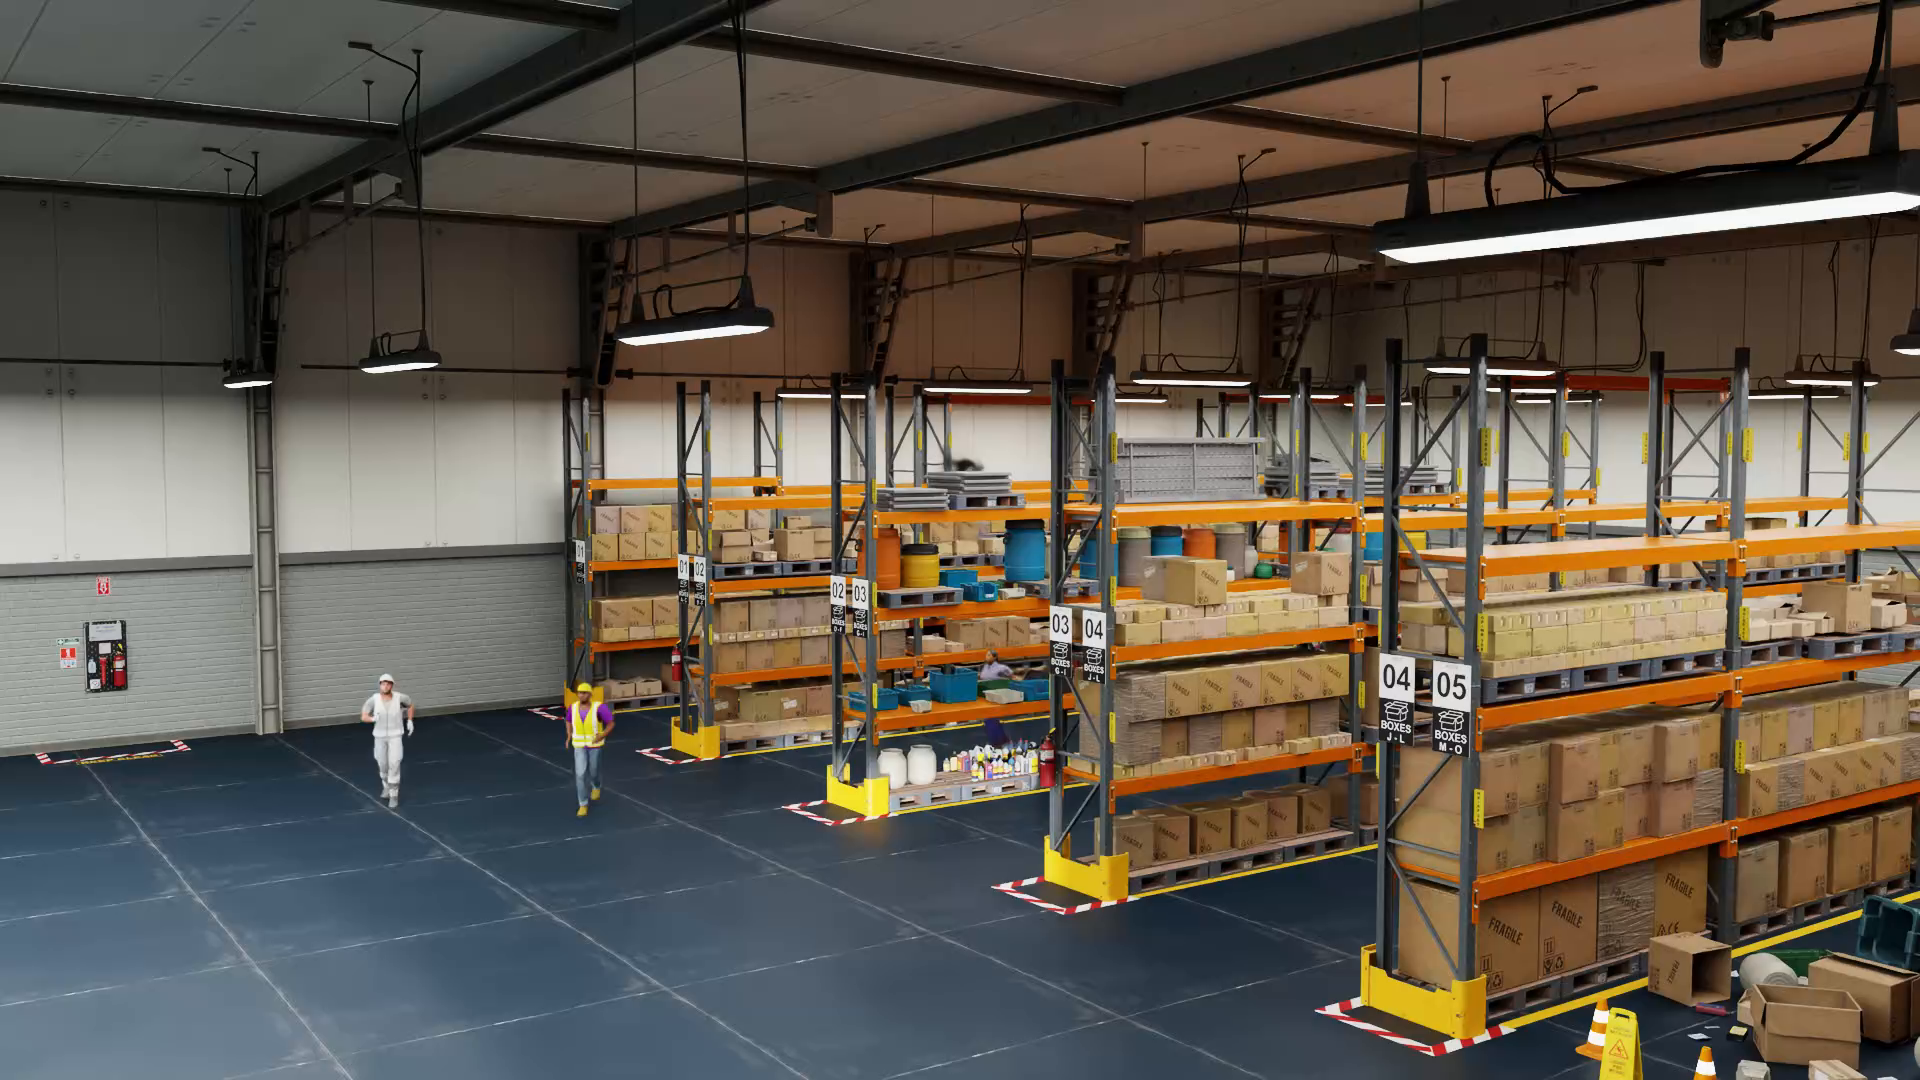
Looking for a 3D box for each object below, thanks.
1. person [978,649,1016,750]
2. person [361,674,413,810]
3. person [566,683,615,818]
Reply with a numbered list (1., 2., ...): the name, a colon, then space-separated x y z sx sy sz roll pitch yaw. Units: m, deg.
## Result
1. person: 0.546 2.626 27.054 0.717 1.713 0.617 -3 5 -38
2. person: -7.968 2.771 23.143 0.661 1.846 0.831 -1 4 -12
3. person: -5.052 2.824 22.710 0.696 1.786 0.840 0 4 0
